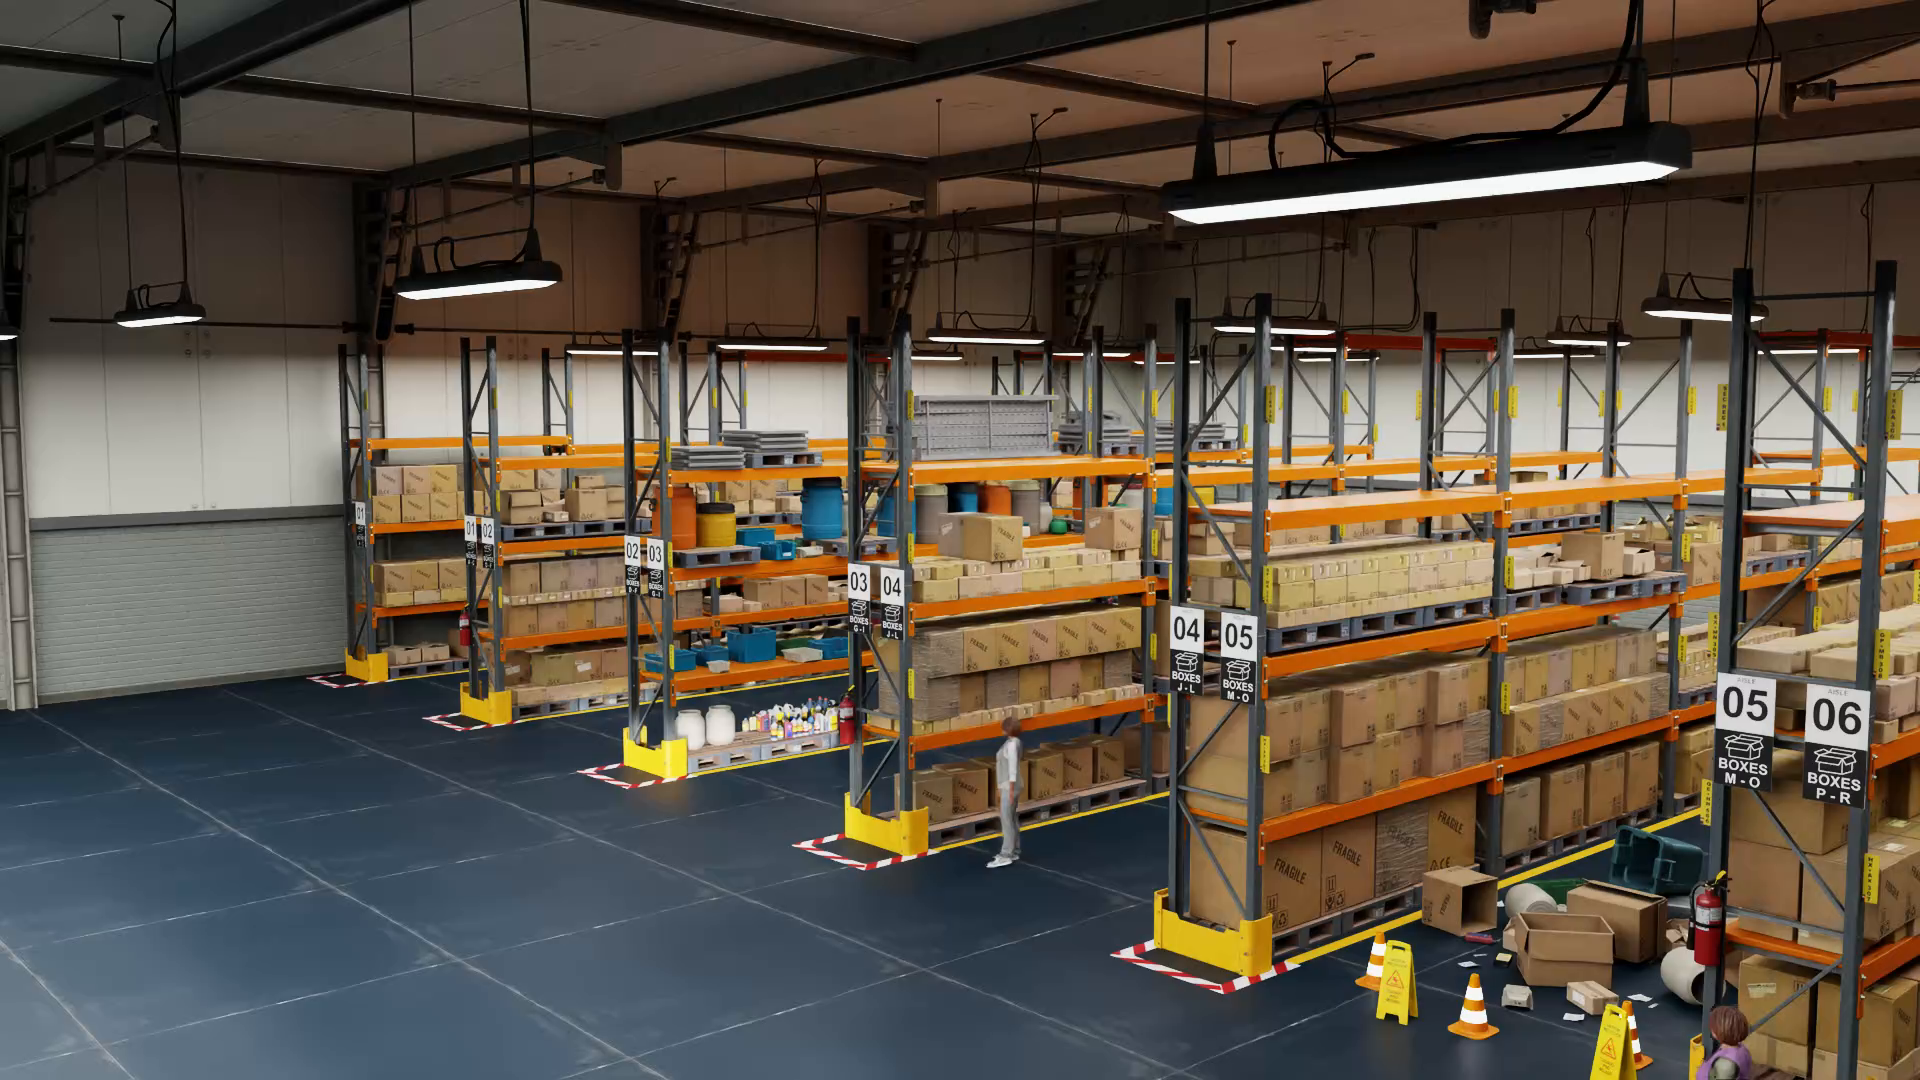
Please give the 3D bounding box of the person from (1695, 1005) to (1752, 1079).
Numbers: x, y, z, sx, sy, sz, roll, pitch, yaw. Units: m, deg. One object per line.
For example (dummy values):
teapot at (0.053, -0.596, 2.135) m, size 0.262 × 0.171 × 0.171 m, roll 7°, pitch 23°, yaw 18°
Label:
person at (4.443, 3.486, 9.658) m, size 0.436 × 1.600 × 0.403 m, roll 1°, pitch 5°, yaw 10°

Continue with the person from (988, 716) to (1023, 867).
person at (0.500, 2.738, 18.208) m, size 0.380 × 1.610 × 0.497 m, roll 0°, pitch 5°, yaw 2°

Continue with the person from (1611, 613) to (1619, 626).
person at (12.096, 1.516, 30.981) m, size 1.055 × 1.759 × 0.617 m, roll 1°, pitch 5°, yaw 14°
